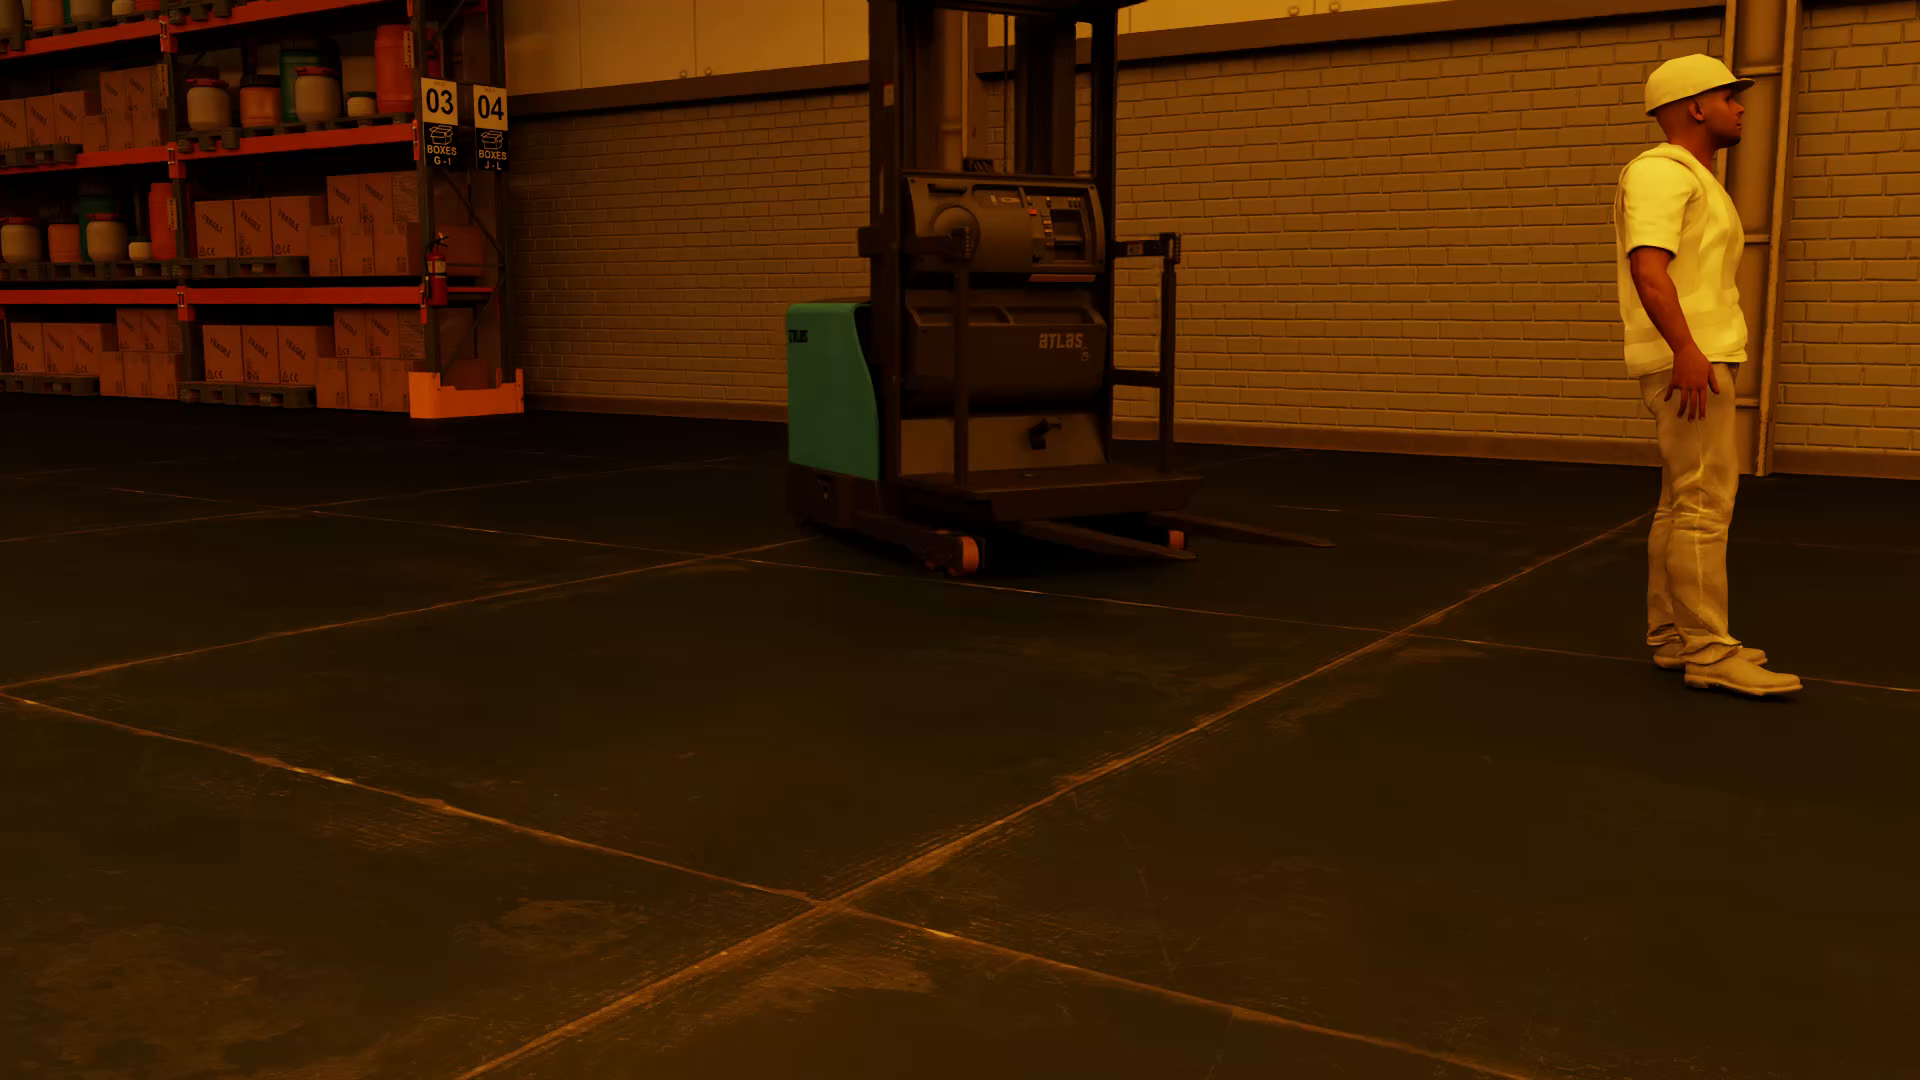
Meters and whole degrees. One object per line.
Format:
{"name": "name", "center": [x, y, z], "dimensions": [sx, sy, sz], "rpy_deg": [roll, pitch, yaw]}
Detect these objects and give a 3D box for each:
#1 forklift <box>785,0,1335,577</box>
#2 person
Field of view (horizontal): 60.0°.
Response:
{"name": "forklift", "center": [0.308, -1.376, 6.871], "dimensions": [1.130, 2.935, 3.031], "rpy_deg": [-4, 9, -29]}
{"name": "person", "center": [2.165, -0.494, 4.752], "dimensions": [0.577, 1.765, 0.666], "rpy_deg": [5, 9, 30]}
